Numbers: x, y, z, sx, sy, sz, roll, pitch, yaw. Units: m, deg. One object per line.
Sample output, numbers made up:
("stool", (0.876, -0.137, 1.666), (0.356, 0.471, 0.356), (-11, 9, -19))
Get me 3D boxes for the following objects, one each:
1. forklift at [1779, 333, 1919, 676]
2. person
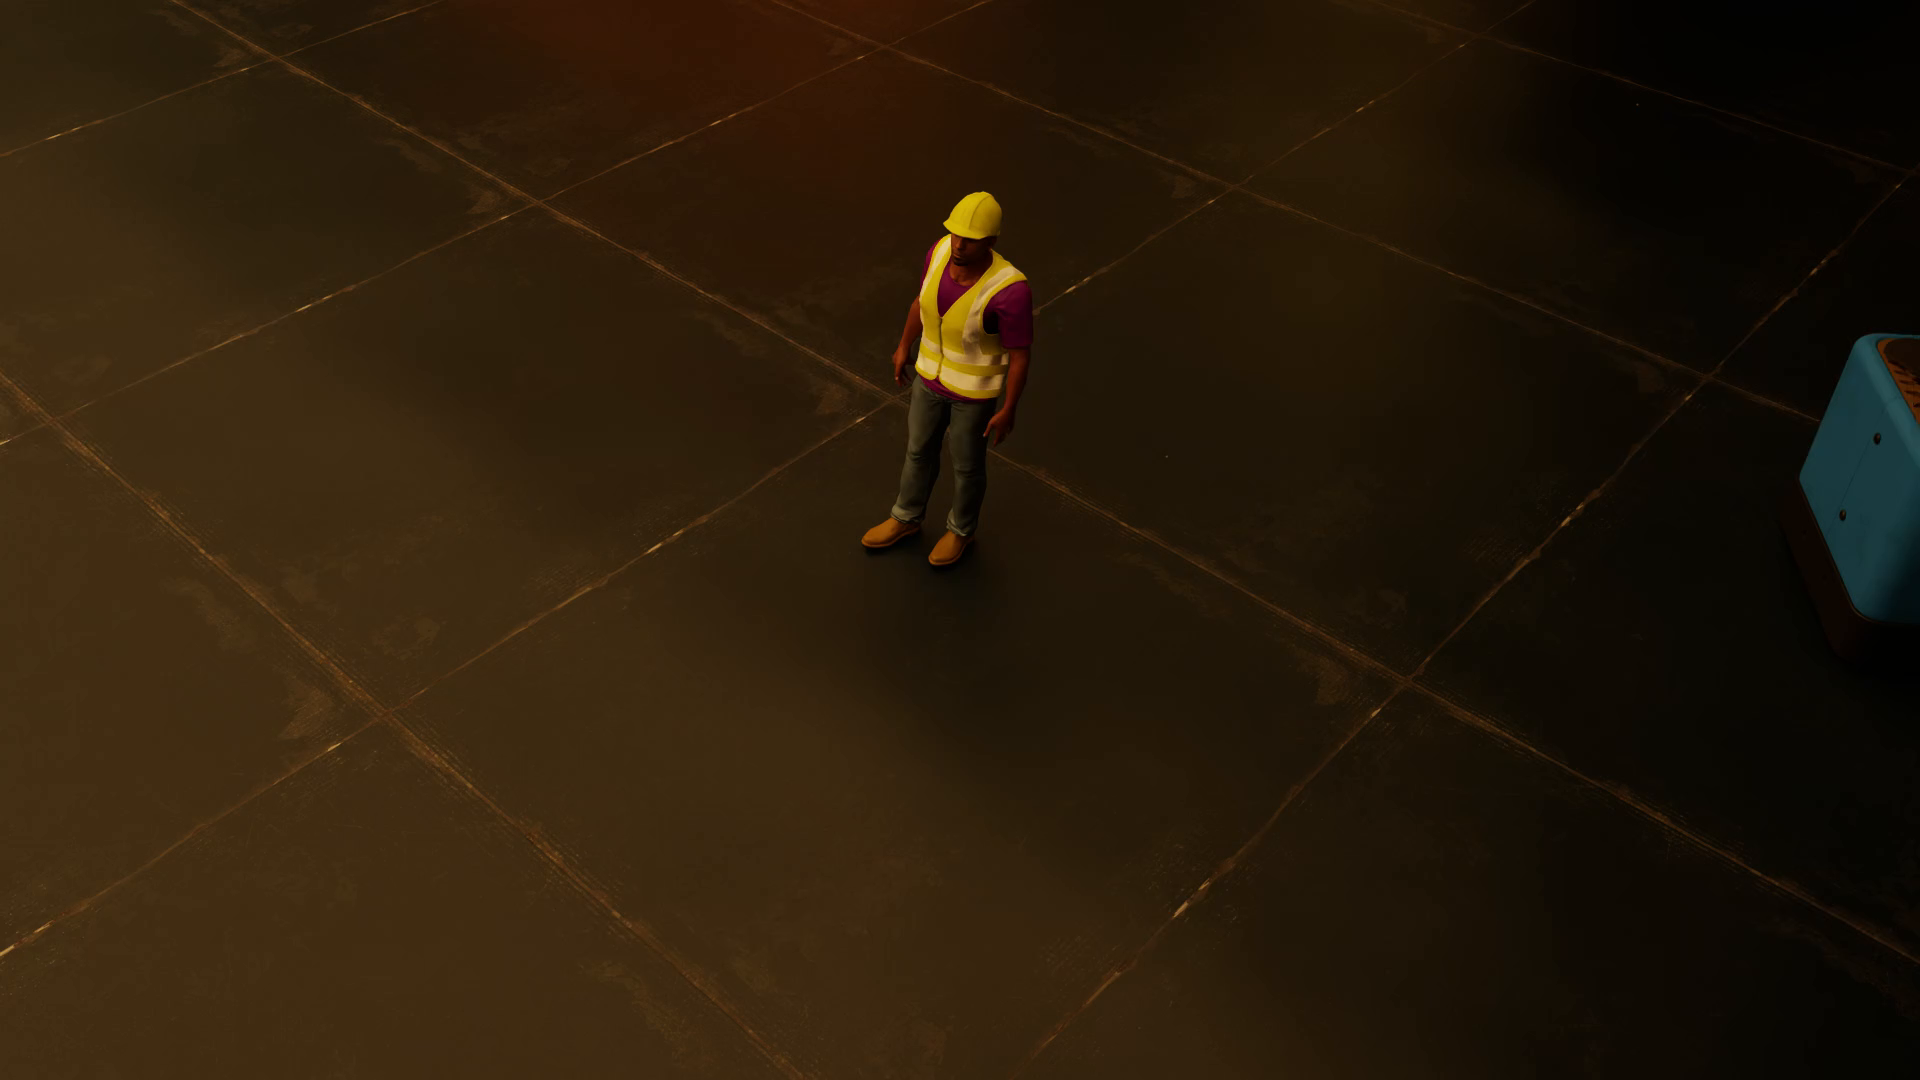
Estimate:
("forklift", (5.239, -0.767, 6.323), (3.031, 2.935, 1.130), (4, 41, 5))
("person", (-0.052, -0.645, 7.063), (0.665, 1.768, 0.575), (31, 49, 31))
